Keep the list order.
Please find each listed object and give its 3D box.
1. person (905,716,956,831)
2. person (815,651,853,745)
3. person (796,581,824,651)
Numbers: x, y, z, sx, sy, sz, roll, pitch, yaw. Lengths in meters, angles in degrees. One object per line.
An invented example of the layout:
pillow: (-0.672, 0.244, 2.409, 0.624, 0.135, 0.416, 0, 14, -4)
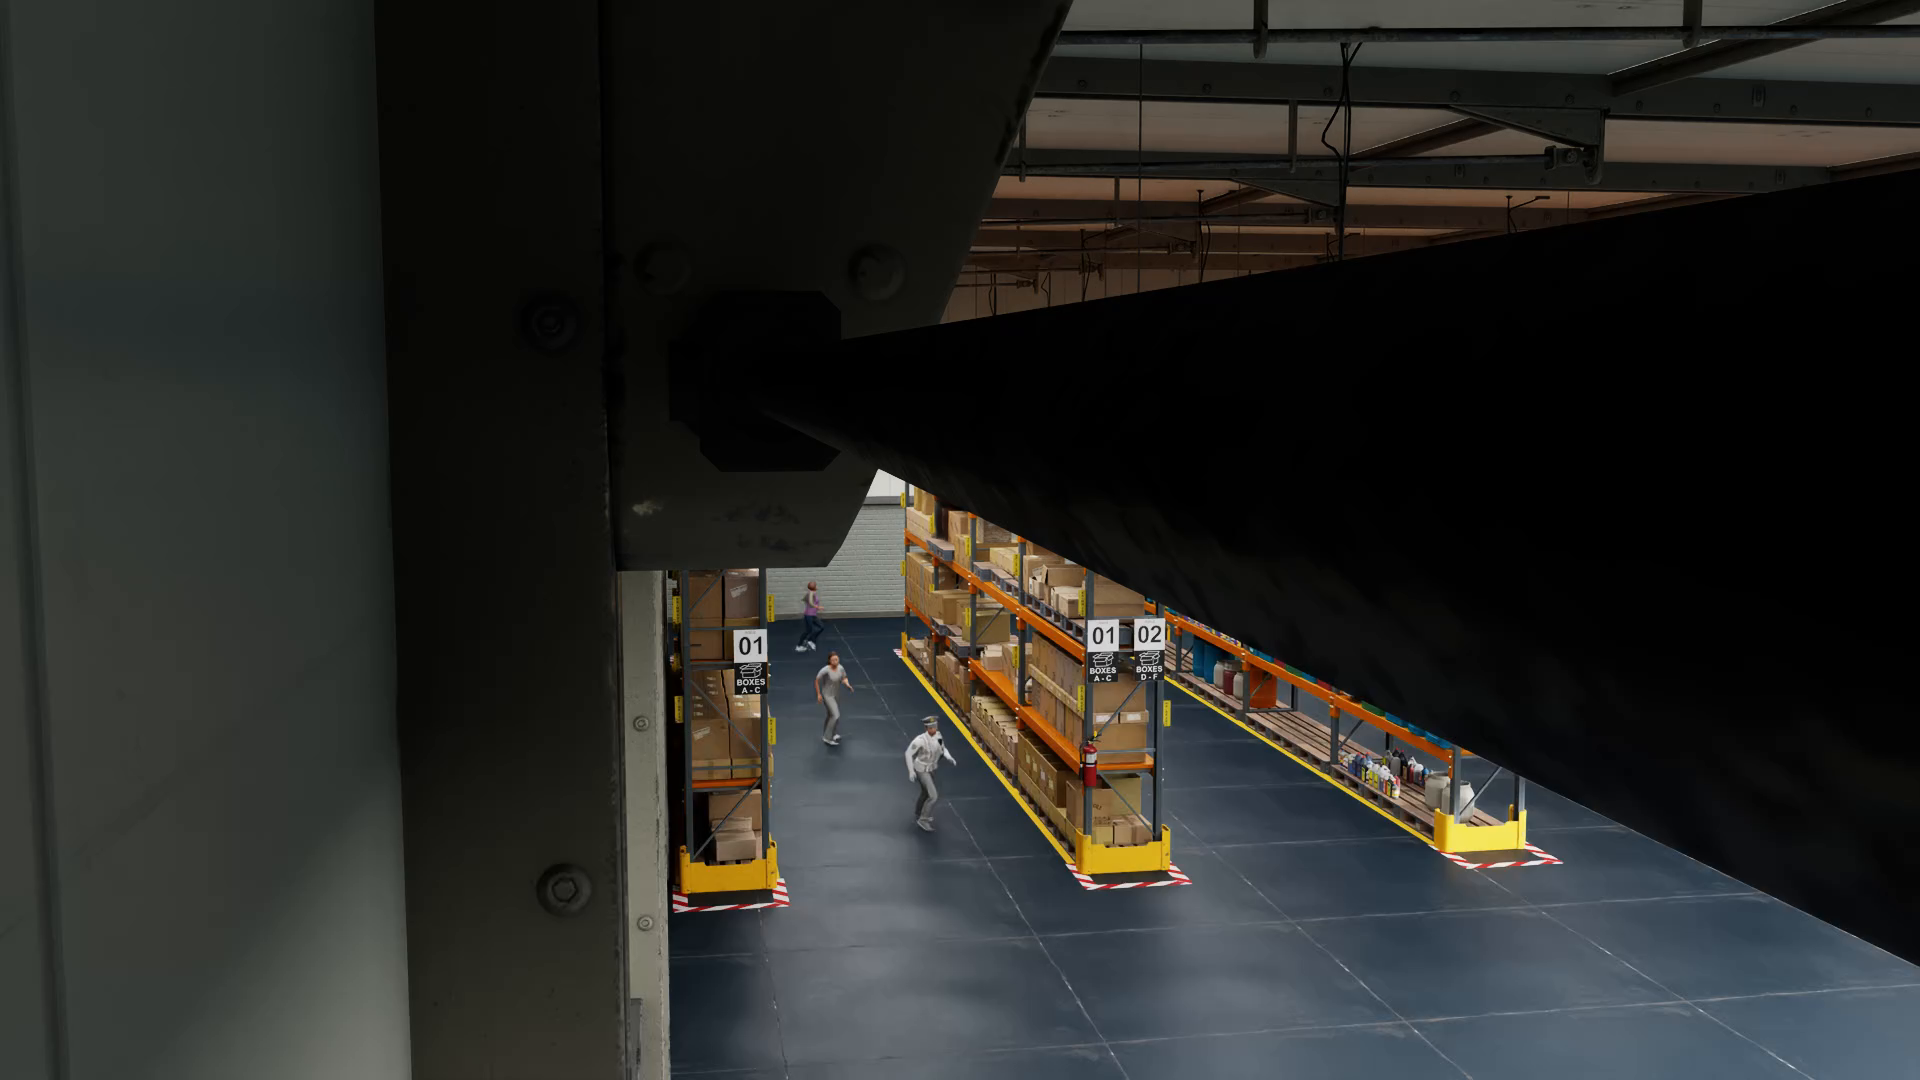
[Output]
person: (-0.412, 3.200, 22.872, 0.790, 1.639, 0.626, 4, 7, 31)
person: (-2.125, 2.659, 28.042, 0.787, 1.632, 0.587, 4, 7, 35)
person: (-3.351, 1.690, 37.309, 0.632, 1.527, 0.613, 0, 6, 1)
